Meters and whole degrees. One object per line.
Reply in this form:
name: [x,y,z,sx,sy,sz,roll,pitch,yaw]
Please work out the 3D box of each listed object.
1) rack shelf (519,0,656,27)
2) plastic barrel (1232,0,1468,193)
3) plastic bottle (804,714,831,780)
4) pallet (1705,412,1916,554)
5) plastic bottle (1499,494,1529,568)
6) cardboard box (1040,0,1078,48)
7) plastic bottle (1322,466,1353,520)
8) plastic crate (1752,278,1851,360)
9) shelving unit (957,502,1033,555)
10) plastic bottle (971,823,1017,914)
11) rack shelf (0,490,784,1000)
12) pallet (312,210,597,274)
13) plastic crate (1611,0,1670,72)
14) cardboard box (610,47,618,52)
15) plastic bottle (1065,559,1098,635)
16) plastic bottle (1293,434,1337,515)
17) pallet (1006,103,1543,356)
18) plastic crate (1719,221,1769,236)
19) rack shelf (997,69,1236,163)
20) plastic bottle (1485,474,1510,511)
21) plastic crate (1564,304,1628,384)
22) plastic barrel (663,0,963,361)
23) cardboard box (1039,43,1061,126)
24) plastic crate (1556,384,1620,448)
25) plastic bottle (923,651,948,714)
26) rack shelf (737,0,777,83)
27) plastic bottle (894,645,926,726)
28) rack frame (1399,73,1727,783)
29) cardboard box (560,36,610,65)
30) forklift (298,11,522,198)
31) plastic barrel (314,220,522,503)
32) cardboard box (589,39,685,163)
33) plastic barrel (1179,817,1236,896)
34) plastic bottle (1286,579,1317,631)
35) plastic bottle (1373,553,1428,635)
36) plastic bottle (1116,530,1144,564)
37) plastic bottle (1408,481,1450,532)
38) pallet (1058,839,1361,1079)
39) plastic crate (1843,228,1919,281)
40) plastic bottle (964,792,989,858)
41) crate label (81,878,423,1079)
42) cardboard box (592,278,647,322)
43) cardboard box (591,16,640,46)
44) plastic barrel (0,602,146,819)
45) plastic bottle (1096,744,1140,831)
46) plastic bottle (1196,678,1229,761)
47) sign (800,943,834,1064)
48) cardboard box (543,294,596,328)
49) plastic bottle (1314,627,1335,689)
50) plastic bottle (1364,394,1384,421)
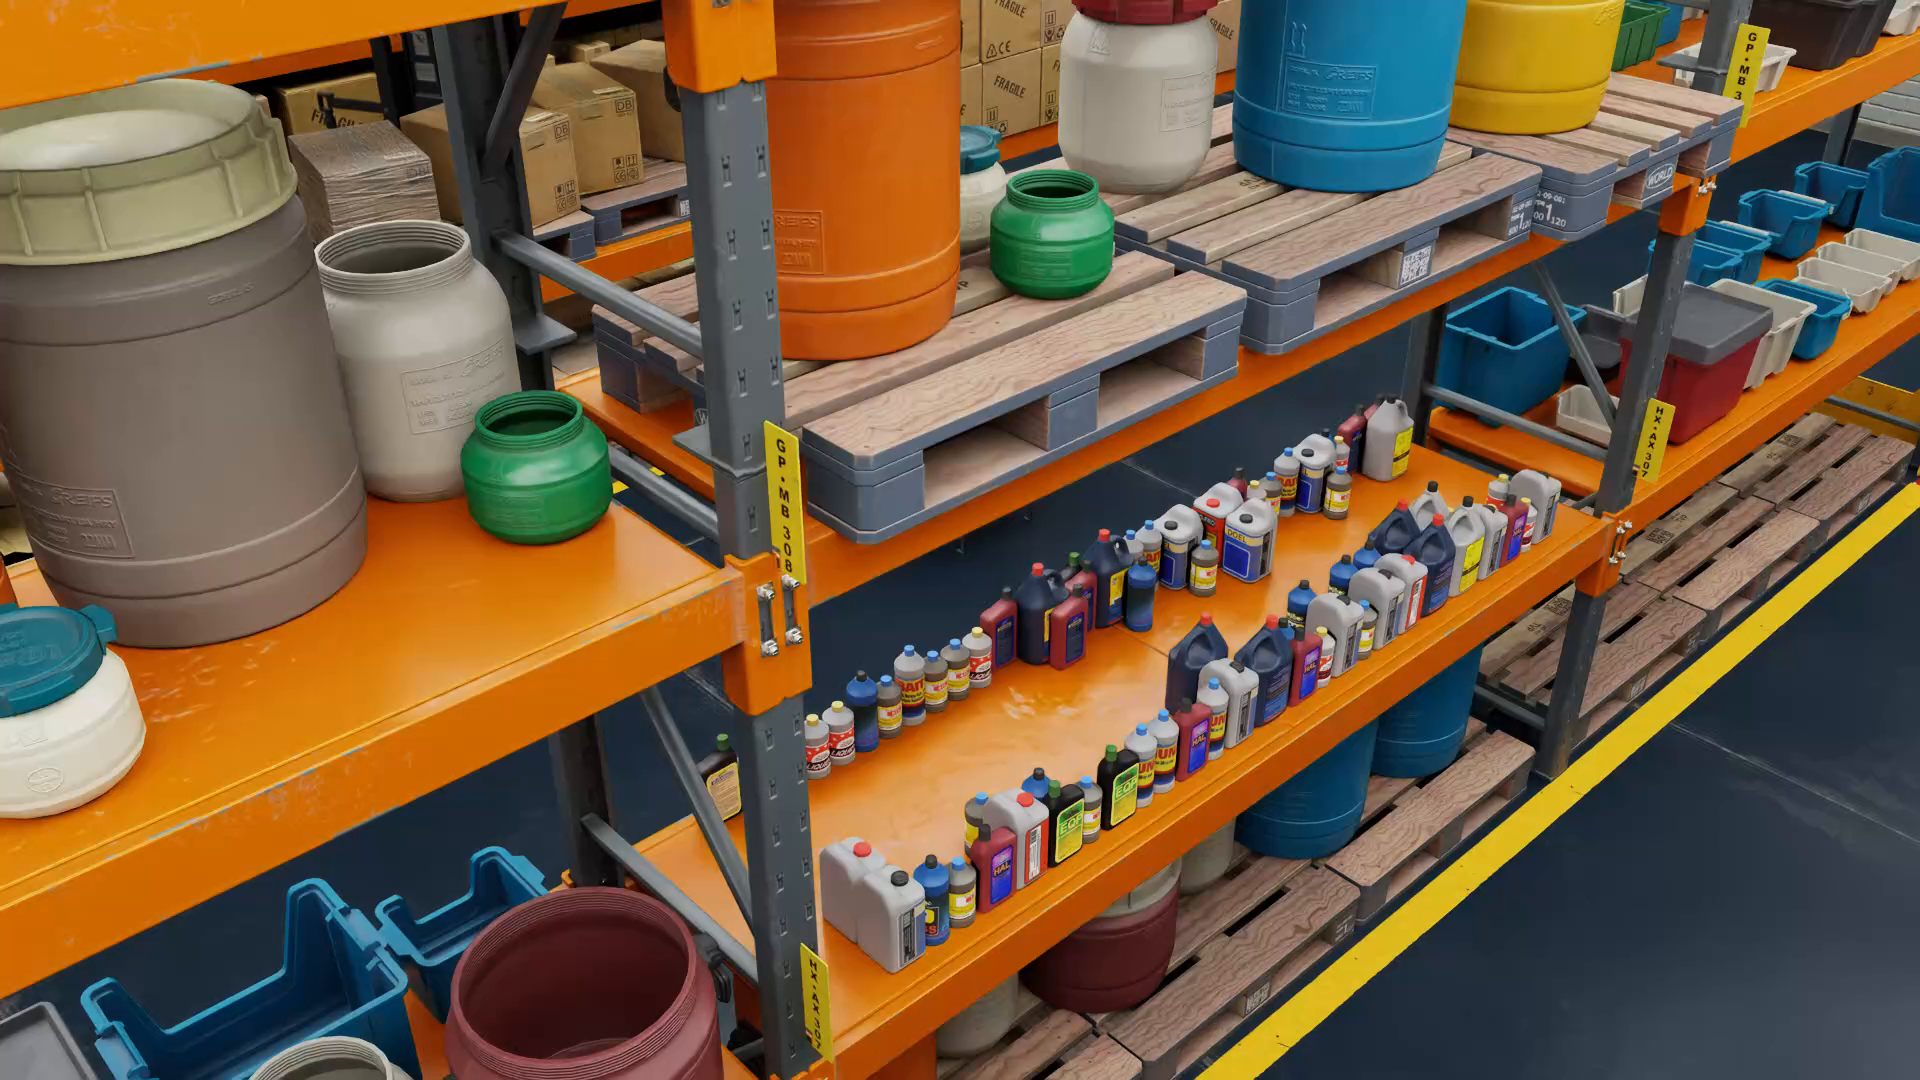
rack shelf: [-3.053,-4.654,14.175,4.000,0.370,1.077,-26,40,-35]
plastic barrel: [1.069,-1.470,4.520,0.708,0.901,0.600,-26,40,-35]
plastic bottle: [-0.444,0.620,5.051,0.097,0.201,0.097,0,31,0]
pallet: [4.519,-0.413,9.223,1.213,0.211,1.003,-26,40,-35]
plastic bottle: [2.009,-0.049,6.066,0.133,0.283,0.061,-26,40,-35]
cardboard box: [0.522,-3.435,10.438,0.500,0.500,0.500,-24,39,-34]
plastic bottle: [1.448,-0.187,6.371,0.097,0.201,0.097,0,31,0]
plastic crate: [3.818,-1.008,7.626,0.300,0.233,0.416,-26,40,-35]
shelving unit: [0.121,-0.571,8.533,0.503,1.200,0.258,-26,40,-35]
plastic bottle: [0.092,0.878,4.550,0.133,0.283,0.061,-26,40,-35]
rack shelf: [-2.183,0.694,2.554,4.000,0.370,1.077,-26,40,-35]
pallet: [-2.659,-1.548,8.591,1.213,0.211,1.003,-26,40,-35]
plastic crate: [2.322,-1.916,6.337,0.662,0.188,0.450,-26,40,-35]
cardboard box: [-3.153,-3.948,14.325,0.500,0.500,0.700,-25,39,-34]
plastic bottle: [0.403,0.206,5.650,0.133,0.283,0.061,-26,40,-35]
plastic bottle: [1.350,-0.260,6.419,0.135,0.276,0.152,-26,40,-35]
pallet: [0.878,-0.942,4.720,1.213,0.211,1.003,-26,40,-35]
plastic crate: [3.956,-1.509,8.537,0.298,0.136,0.250,-26,40,-35]
rack shelf: [0.318,-2.760,11.078,4.000,0.370,1.077,-26,40,-35]
plastic bottle: [2.049,-0.154,6.317,0.097,0.201,0.097,0,31,0]
plastic crate: [2.855,-0.869,7.502,0.590,0.125,0.437,-26,40,-35]
plastic barrel: [-0.298,-0.885,3.632,0.708,0.830,0.600,-26,40,-35]
cardboard box: [0.524,-3.017,10.713,0.500,0.500,0.500,-26,40,-36]
plastic crate: [2.655,-0.485,6.863,0.243,0.136,0.396,-26,40,-35]
plastic bottle: [-0.087,0.447,5.334,0.097,0.201,0.097,0,31,0]
rack shelf: [0.750,-1.834,4.196,4.000,0.370,1.077,-26,40,-35]
plastic bottle: [-0.158,0.452,5.259,0.097,0.271,0.097,0,31,0]
rack frame: [2.216,-0.461,6.629,0.127,3.000,1.000,-26,40,-35]
cardboard box: [-3.144,-4.103,13.957,0.250,0.149,0.380,-27,41,-37]
forklift: [-3.775,-3.235,11.231,3.031,2.935,1.130,10,33,16]
plastic barrel: [-1.153,-0.377,3.509,0.421,0.512,0.421,0,31,0]
cardboard box: [-1.648,-2.497,9.459,0.700,0.500,0.500,15,35,23]
plastic barrel: [0.812,1.025,6.181,0.421,0.512,0.421,0,31,0]
plastic bottle: [1.142,0.254,5.582,0.097,0.271,0.097,0,31,0]
plastic bottle: [1.510,0.164,5.726,0.135,0.276,0.152,-26,40,-35]
plastic bottle: [0.594,0.088,5.854,0.097,0.271,0.097,0,31,0]
plastic bottle: [1.667,-0.044,5.994,0.185,0.351,0.144,-26,40,-35]
pallet: [0.727,1.421,6.224,1.213,0.211,1.003,-26,40,-35]
plastic crate: [4.675,-1.435,8.416,0.243,0.136,0.396,-26,40,-35]
plastic bottle: [0.061,0.807,4.745,0.097,0.201,0.097,0,31,0]
crate label: [-1.629,1.191,3.892,0.616,0.435,0.502,-26,40,-35]
cardboard box: [-2.053,-1.207,9.823,0.500,0.500,0.500,-25,39,-35]
cardboard box: [-3.004,-4.443,14.513,0.250,0.149,0.380,-25,40,-35]
plastic barrel: [-1.490,0.277,2.679,0.301,0.262,0.301,0,31,0]
plastic bottle: [0.458,0.701,4.839,0.133,0.283,0.061,-26,40,-35]
plastic bottle: [0.771,0.542,5.111,0.097,0.271,0.097,0,31,0]
sign: [-0.337,1.096,3.926,0.005,0.325,0.100,-26,40,-35]
cardboard box: [-2.402,-1.366,9.363,0.500,0.250,0.500,-26,40,-35]
plastic bottle: [1.174,0.377,5.449,0.097,0.201,0.097,0,31,0]
plastic bottle: [1.658,-0.445,6.714,0.133,0.283,0.061,-26,40,-35]
